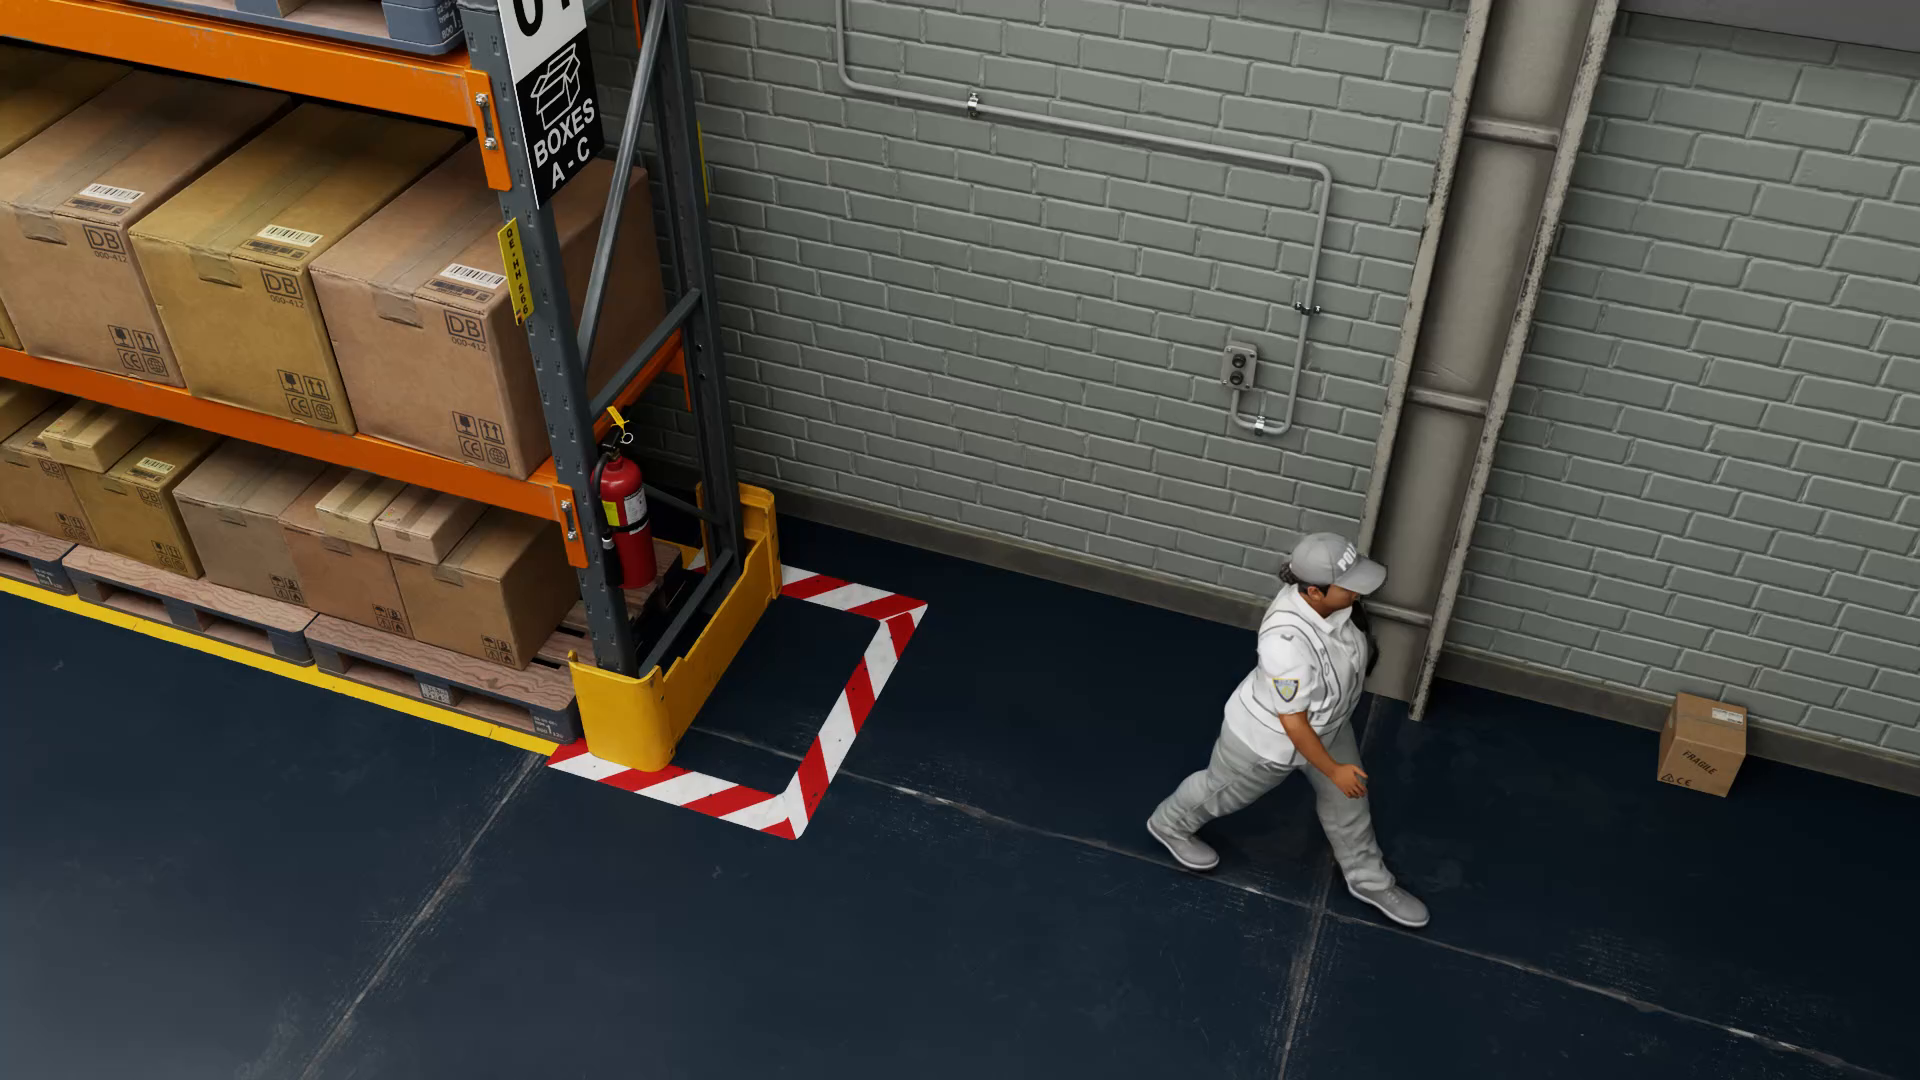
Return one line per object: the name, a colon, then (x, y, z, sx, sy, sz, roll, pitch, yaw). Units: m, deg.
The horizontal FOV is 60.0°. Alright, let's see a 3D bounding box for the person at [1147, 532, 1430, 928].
person: (1.151, 0.624, 5.439, 1.014, 1.602, 0.478, 27, 49, 27)
